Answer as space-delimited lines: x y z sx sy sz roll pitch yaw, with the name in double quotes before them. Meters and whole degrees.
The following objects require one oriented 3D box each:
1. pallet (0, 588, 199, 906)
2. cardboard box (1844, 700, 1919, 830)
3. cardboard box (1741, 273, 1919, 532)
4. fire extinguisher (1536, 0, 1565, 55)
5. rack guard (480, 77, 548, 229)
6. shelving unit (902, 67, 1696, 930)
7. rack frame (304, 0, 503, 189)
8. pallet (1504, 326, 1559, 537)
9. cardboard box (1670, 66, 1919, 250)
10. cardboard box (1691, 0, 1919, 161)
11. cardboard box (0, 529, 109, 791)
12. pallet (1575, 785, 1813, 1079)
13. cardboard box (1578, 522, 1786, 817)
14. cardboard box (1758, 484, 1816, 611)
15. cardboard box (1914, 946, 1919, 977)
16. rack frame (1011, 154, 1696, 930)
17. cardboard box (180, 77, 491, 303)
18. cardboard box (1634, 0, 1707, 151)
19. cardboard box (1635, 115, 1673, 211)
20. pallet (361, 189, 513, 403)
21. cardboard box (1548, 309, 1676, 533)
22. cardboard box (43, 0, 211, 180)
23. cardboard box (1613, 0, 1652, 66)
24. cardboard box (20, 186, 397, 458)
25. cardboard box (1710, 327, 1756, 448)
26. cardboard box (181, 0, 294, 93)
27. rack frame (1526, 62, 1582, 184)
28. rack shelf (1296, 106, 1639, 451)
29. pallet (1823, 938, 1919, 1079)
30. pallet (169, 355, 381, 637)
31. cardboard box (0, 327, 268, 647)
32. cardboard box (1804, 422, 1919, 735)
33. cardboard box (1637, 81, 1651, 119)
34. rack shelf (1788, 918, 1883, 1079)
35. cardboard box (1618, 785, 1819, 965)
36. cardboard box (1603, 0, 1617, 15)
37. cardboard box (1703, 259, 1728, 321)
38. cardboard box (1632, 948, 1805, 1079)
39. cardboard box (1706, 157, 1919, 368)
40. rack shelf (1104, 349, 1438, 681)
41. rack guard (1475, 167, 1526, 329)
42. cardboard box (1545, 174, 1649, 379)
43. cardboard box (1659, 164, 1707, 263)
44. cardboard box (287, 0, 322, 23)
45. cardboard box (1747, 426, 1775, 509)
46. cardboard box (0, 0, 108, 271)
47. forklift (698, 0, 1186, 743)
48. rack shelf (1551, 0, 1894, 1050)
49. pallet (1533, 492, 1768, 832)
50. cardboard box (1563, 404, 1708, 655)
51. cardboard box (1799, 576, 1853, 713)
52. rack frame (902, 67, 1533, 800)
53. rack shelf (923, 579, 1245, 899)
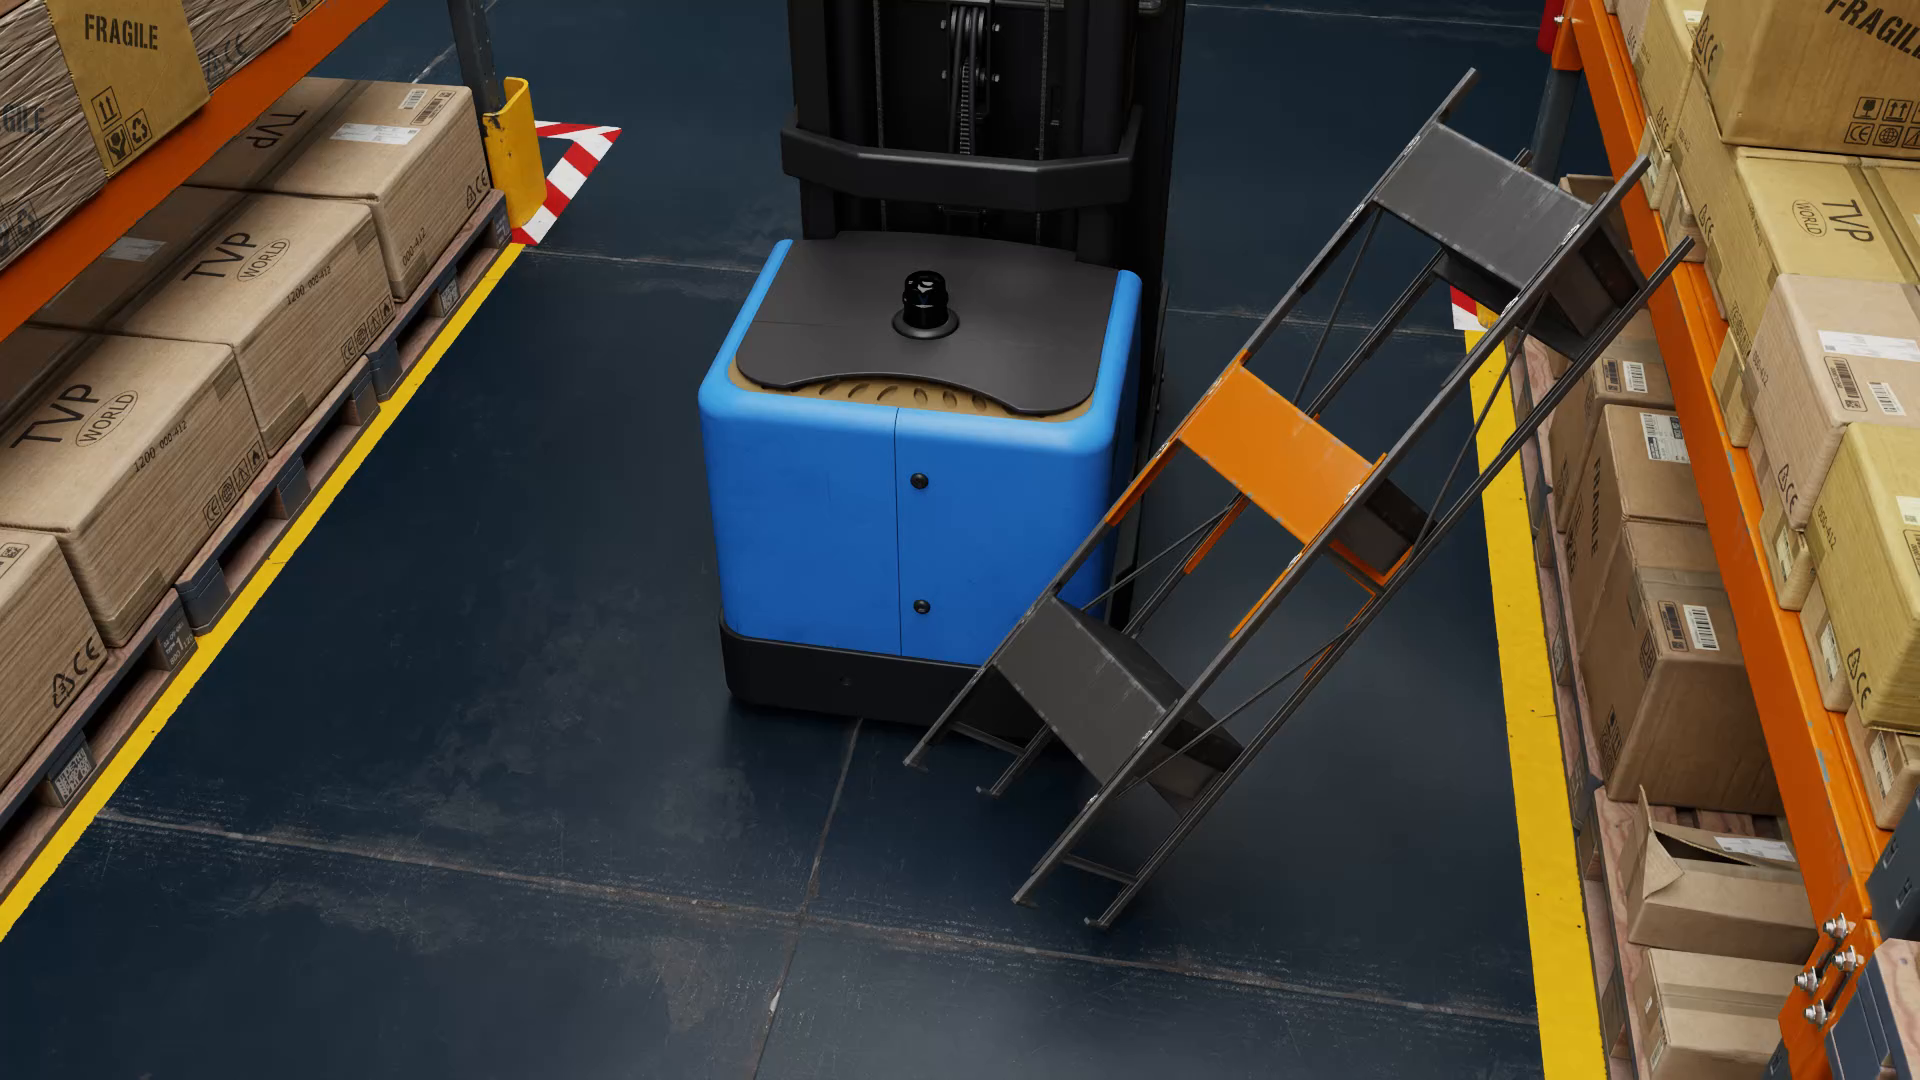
"pallet" -2.819 0.543 4.428 1.003 0.211 1.213 6 40 8
"cardboard box" 1.668 0.350 2.669 0.380 0.149 0.250 7 40 8
"cardboard box" 1.782 -0.238 3.068 0.500 0.250 0.500 7 40 8
"fire extinguisher" 2.124 -1.999 5.667 0.296 0.674 0.183 6 40 8
"rack guard" -2.331 -1.626 6.824 1.175 0.500 0.348 6 40 8
"shelving unit" 0.758 -0.060 3.914 2.100 0.431 0.503 -51 49 9
"rack frame" -2.335 -2.574 6.009 1.000 3.000 0.127 6 40 8
"pallet" 2.404 -0.406 5.576 1.003 0.211 1.213 6 40 8
"cardboard box" 1.971 -0.872 3.835 0.500 0.250 0.500 5 40 7
"cardboard box" 1.951 -1.178 3.617 0.500 0.500 0.500 7 40 9
"cardboard box" -2.813 0.380 4.118 0.875 0.438 0.875 6 40 7
"pallet" 1.982 1.125 3.723 1.003 0.211 1.213 6 40 8
"cardboard box" 1.989 0.330 4.129 0.700 0.500 0.500 5 40 6
"cardboard box" 1.713 0.019 3.070 0.380 0.149 0.250 7 40 9
"cardboard box" 1.558 0.560 1.811 0.700 0.500 0.500 7 40 9
"rack frame" 0.886 0.074 3.756 2.100 0.400 0.015 -51 49 9
"cardboard box" -2.351 -1.323 6.177 0.875 0.438 0.875 5 40 6
"cardboard box" 2.039 -1.196 4.226 0.500 0.250 0.500 6 40 7
"cardboard box" 1.955 -0.953 4.246 0.380 0.149 0.250 5 40 6
"pallet" -2.397 -0.989 6.280 1.003 0.211 1.213 6 40 8
"cardboard box" 2.169 -0.322 4.917 0.700 0.500 0.500 8 40 9
"cardboard box" -2.416 -1.318 4.411 0.500 0.500 0.500 8 40 9
"cardboard box" 2.123 -1.514 4.612 0.500 0.250 0.500 7 40 8
"cardboard box" -2.501 -0.748 5.481 0.875 0.438 0.875 7 40 9
"cardboard box" 1.802 -0.306 3.464 0.380 0.149 0.250 6 40 7
"cardboard box" -2.339 -1.643 4.805 0.500 0.500 0.500 7 40 9
"rack frame" 2.554 -2.029 5.350 1.000 3.000 0.127 6 40 8
"rack shelf" 1.182 -0.589 3.810 0.518 0.431 0.480 -51 49 9
"pallet" 1.616 1.045 1.783 1.003 0.211 1.213 6 40 8
"pallet" -2.610 -0.225 5.357 1.003 0.211 1.213 6 40 8
"cardboard box" -2.659 -0.182 4.797 0.875 0.438 0.875 5 40 6
"cardboard box" 1.710 0.078 2.686 0.500 0.250 0.500 7 40 9
"cardboard box" 2.113 -1.271 4.630 0.380 0.149 0.250 8 40 9
"rack shelf" 1.516 2.014 1.025 1.077 0.370 4.000 6 40 8
"cardboard box" 1.731 0.767 3.784 0.396 0.266 0.258 8 40 9
"cardboard box" 2.227 -1.756 5.217 0.380 0.149 0.250 6 40 7
"cardboard box" 1.953 -0.616 3.838 0.380 0.149 0.250 6 40 8
"cardboard box" 1.669 1.036 3.550 0.380 0.149 0.250 5 40 6
"cardboard box" 1.881 -0.549 3.445 0.500 0.250 0.500 6 40 7
"rack shelf" 0.749 -0.049 3.916 0.518 0.431 0.480 -51 49 9
"rack guard" 2.541 -1.018 6.089 1.175 0.500 0.348 6 40 8
"cardboard box" 2.355 -0.855 5.560 0.797 0.503 0.637 5 40 6
"cardboard box" 1.930 -0.785 4.043 0.380 0.149 0.250 7 40 9
"cardboard box" -2.260 -1.967 5.197 0.500 0.500 0.500 6 40 7
"cardboard box" 1.785 -0.143 3.266 0.380 0.149 0.250 7 40 9
"cardboard box" -2.505 -0.994 4.020 0.500 0.500 0.500 7 40 8
"forklift" 0.112 -1.525 4.794 1.130 2.935 3.031 7 40 8
"rack shelf" 2.208 -0.496 4.061 1.077 0.370 4.000 6 40 8
"pallet" 2.191 0.357 4.652 1.003 0.211 1.213 6 40 8
"cardboard box" 1.979 -0.001 4.529 0.500 0.500 0.500 7 40 8
"cardboard box" 1.692 0.185 2.870 0.380 0.149 0.250 7 40 9
"rack frame" 0.629 -0.194 4.072 2.100 0.400 0.015 -51 49 9
"rack shelf" 0.316 0.490 4.022 0.518 0.431 0.480 -51 49 9
